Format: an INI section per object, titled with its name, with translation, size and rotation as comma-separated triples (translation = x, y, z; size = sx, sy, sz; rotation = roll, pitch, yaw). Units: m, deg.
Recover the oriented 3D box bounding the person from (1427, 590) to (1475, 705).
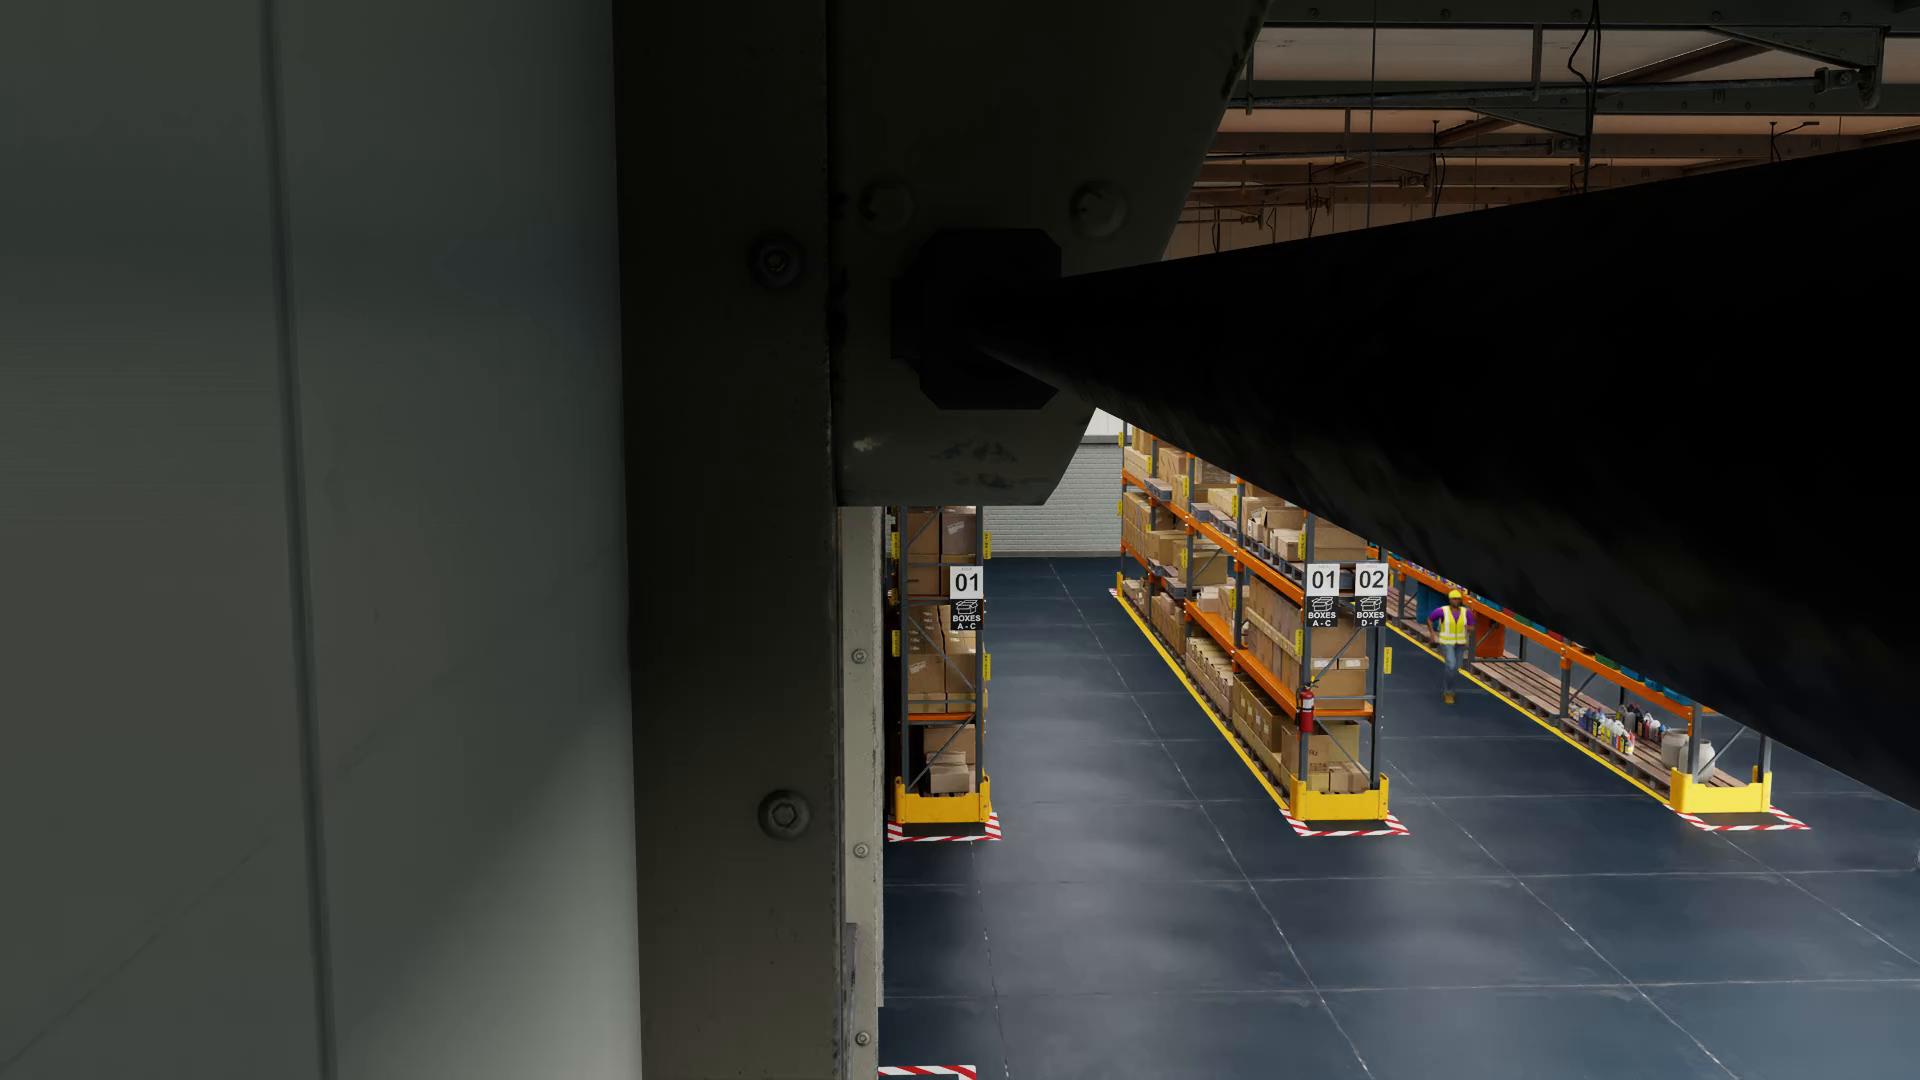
[person]
translation = 7.923, 1.706, 26.753
size = 0.675, 1.829, 0.780
rotation = -1, 8, -7
